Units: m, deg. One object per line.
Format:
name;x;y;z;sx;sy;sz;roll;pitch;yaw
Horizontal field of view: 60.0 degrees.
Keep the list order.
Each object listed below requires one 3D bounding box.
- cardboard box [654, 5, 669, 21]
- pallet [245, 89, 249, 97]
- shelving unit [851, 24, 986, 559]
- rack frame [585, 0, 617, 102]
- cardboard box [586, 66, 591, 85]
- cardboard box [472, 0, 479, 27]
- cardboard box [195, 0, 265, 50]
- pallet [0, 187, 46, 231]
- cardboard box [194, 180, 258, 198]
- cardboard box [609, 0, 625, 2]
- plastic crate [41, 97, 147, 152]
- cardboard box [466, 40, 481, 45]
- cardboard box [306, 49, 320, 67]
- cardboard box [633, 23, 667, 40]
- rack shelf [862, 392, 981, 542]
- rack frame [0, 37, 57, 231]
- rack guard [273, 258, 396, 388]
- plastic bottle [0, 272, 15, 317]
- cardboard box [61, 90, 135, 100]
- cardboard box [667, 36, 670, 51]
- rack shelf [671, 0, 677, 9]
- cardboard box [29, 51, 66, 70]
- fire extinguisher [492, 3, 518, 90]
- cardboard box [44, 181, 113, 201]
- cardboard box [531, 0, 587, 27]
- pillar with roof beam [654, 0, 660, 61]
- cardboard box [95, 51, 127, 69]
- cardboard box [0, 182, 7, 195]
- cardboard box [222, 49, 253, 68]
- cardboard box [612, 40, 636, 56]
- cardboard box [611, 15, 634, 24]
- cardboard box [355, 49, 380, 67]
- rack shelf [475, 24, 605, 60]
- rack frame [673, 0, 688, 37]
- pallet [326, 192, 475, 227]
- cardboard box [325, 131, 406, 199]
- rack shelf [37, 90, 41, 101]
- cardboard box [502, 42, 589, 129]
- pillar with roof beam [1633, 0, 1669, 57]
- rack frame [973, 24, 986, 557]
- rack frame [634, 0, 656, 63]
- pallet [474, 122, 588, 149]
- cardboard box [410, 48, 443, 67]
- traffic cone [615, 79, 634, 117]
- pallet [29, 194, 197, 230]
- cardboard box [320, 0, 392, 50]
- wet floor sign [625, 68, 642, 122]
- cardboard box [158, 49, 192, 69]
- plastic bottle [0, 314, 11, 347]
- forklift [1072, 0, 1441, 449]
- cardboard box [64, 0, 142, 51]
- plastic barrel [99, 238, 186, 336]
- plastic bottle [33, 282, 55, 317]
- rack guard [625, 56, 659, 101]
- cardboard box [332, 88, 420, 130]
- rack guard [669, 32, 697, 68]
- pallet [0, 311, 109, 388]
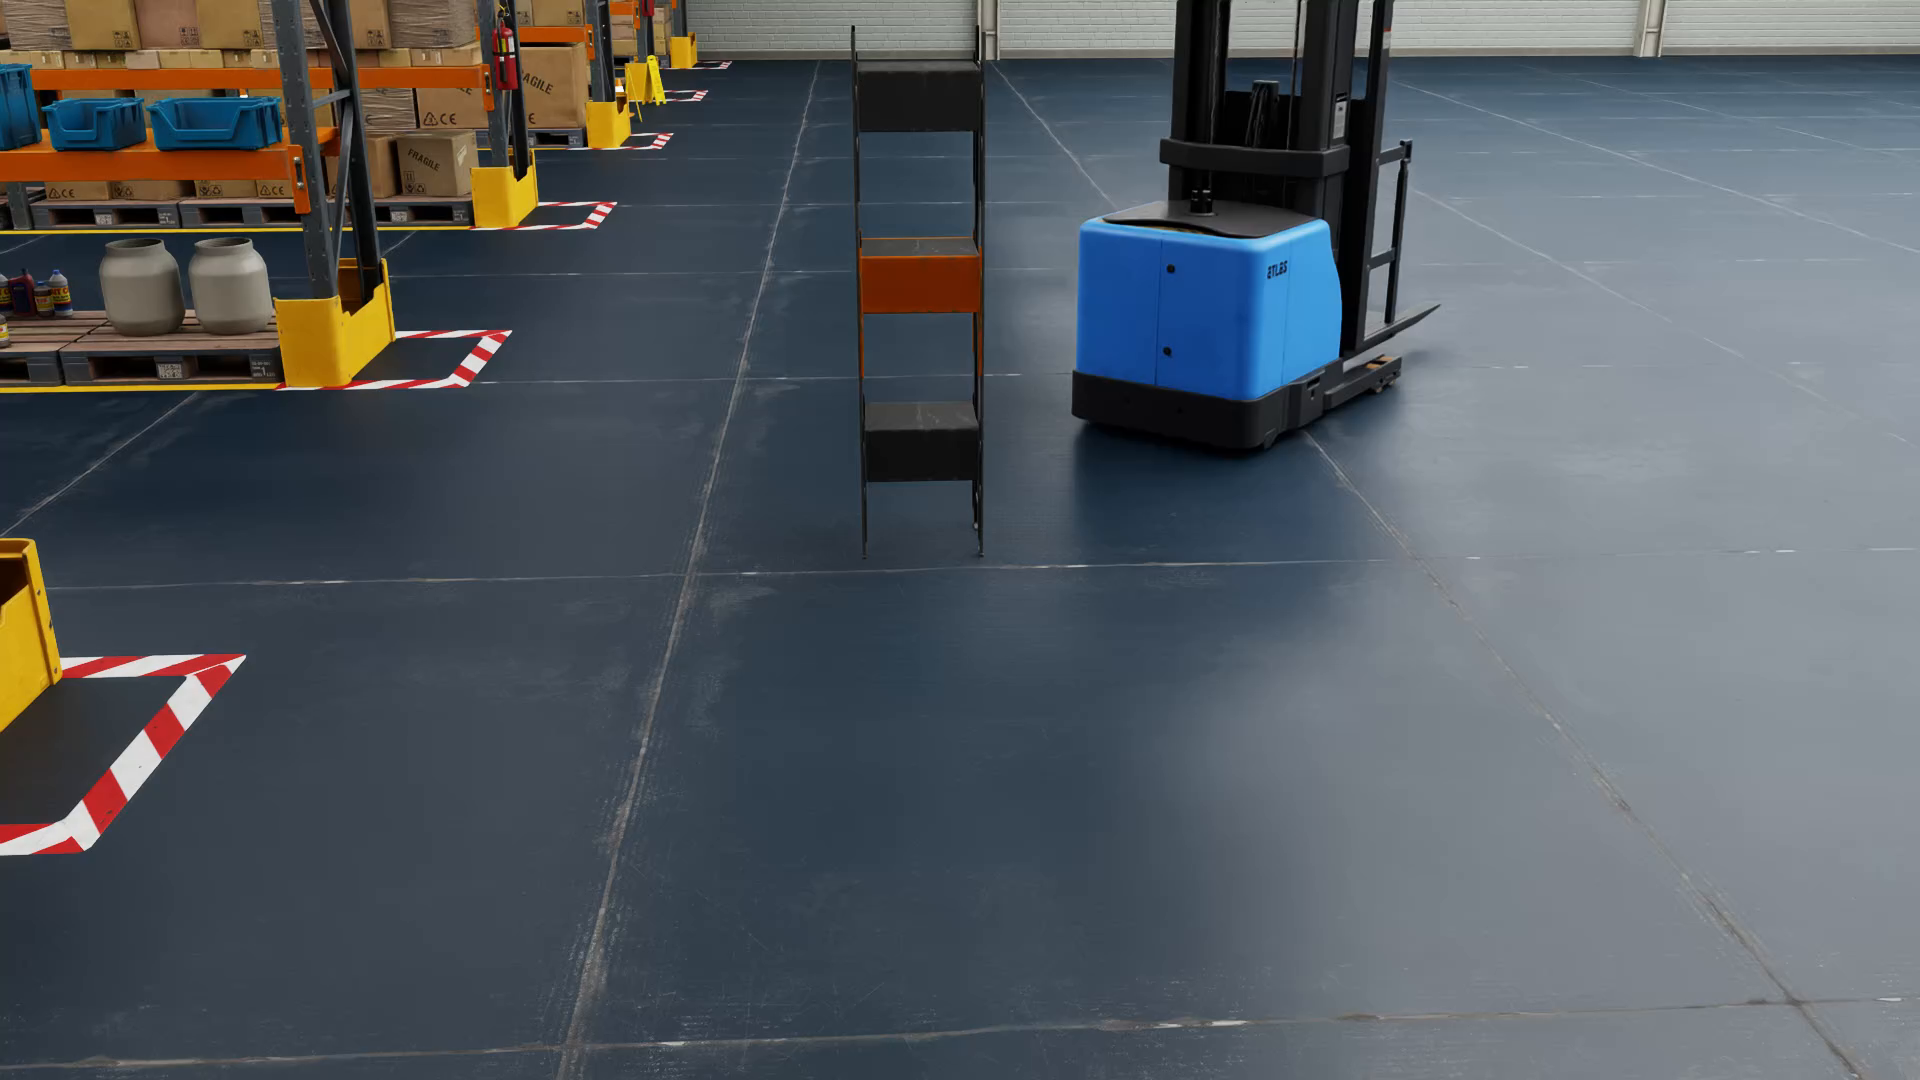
cardboard box;-5.233;-8.968;28.329;0.500;0.250;0.500;-1;21;-4
pallet;-10.447;-6.342;23.482;1.213;0.211;1.003;-1;21;-3
shelving unit;-0.165;-0.978;6.739;0.503;2.100;0.431;-1;21;-3
rack frame;-4.072;-6.012;18.697;0.127;3.000;1.000;-1;21;-3
cardboard box;-5.271;-6.567;23.429;0.500;0.250;0.500;-1;21;-3
cardboard box;-5.554;-6.073;18.646;0.550;0.550;0.875;-1;21;-3
cardboard box;-5.934;-4.379;13.849;0.500;0.500;0.875;-1;21;-3
pallet;-8.660;-2.848;14.304;1.213;0.211;1.003;-1;21;-3
cardboard box;-6.294;-3.244;14.348;0.500;0.500;0.500;-3;21;-8
cardboard box;-4.816;-7.568;23.135;0.250;0.149;0.380;0;21;-1
plastic crate;-4.738;-2.292;9.134;0.408;0.251;0.499;-1;21;-3
cardboard box;-4.187;-4.210;14.316;0.250;0.149;0.380;-1;21;-3
cardboard box;-5.409;-4.021;13.819;0.250;0.149;0.380;-1;21;-3
cardboard box;-5.210;-8.556;27.949;0.500;0.250;0.500;-1;21;-4
rack shelf;-0.165;-0.311;6.992;0.480;0.518;0.431;-1;21;-3
rack frame;-7.883;-4.167;13.850;0.127;3.000;1.000;-1;21;-3
rack guard;-3.680;-1.302;9.839;0.348;0.500;1.175;-1;21;-3
plastic bottle;-5.777;-1.486;10.025;0.097;0.271;0.097;0;21;0
cardboard box;-9.643;-5.013;18.644;0.750;0.750;1.050;-1;21;-3
cardboard box;-5.244;-8.503;28.512;0.500;0.250;0.500;-1;21;-3
rack shelf;-6.739;-9.155;27.963;4.000;0.370;1.077;-1;21;-3
cardboard box;-7.401;-3.948;13.627;0.250;0.149;0.380;-1;21;-3
fire extinguisher;-3.749;-4.051;13.654;0.183;0.674;0.296;-1;21;-3
cardboard box;-7.481;-3.189;14.204;0.500;0.500;0.500;-2;21;-5
cardboard box;-4.439;-6.059;18.608;0.550;0.550;0.875;-1;21;-3
pillar with roof beam;-5.243;-11.112;23.661;0.400;9.000;9.100;-1;21;-3
cardboard box;-6.904;-3.971;13.688;0.250;0.149;0.380;-1;21;-3
cardboard box;-8.497;-3.200;14.204;0.500;0.500;0.700;-3;21;-7
cardboard box;-5.907;-4.004;13.774;0.250;0.149;0.380;-1;21;-3
cardboard box;-5.690;-8.315;28.018;0.500;0.250;0.500;-1;21;-3
cardboard box;-5.694;-8.778;27.830;0.500;0.250;0.500;-1;21;-2
cardboard box;-4.909;-4.024;13.828;0.250;0.149;0.380;-1;21;-3
rack shelf;-6.068;-5.636;18.718;4.000;0.370;1.077;-1;21;-3
rack frame;-4.742;-9.532;27.941;0.127;3.000;1.000;-1;21;-3
pallet;-4.778;-2.940;14.546;1.213;0.211;1.003;-1;21;-3
cardboard box;-5.109;-3.245;14.352;0.500;0.500;0.500;4;21;11
rack shelf;-9.880;-3.790;13.872;4.000;0.370;1.077;-1;21;-3
cardboard box;-4.745;-5.178;18.902;0.875;0.875;0.875;-1;21;-3
pillar with roof beam;12.728;-11.478;24.621;0.400;9.000;9.100;-1;21;-3
rack frame;0.078;-0.983;6.752;0.015;2.100;0.400;-1;21;-3
rack frame;-4.455;-7.769;23.310;0.127;3.000;1.000;-1;21;-3
pallet;-4.865;-4.665;19.078;1.213;0.211;1.003;-1;21;-3
cardboard box;-4.412;-4.047;13.888;0.250;0.149;0.380;-1;21;-3
traffic cone;-4.408;-5.729;21.517;0.334;0.463;0.336;-1;21;-3
pallet;-7.214;-2.890;14.415;1.213;0.211;1.003;-1;21;-3
cardboard box;-4.932;-4.380;13.851;0.500;0.500;0.875;-1;21;-3
wet floor sign;-4.156;-5.616;20.965;0.232;0.644;0.267;-5;21;-12
cardboard box;-6.404;-3.981;13.716;0.250;0.149;0.380;-1;21;-3
plastic bottle;-5.415;-1.194;9.355;0.097;0.201;0.097;0;21;0
forklift;1.848;-2.276;8.981;1.130;2.935;3.031;14;25;33
cardboard box;-6.929;-4.338;13.740;0.500;0.500;0.875;-1;21;-3
plastic barrel;-4.760;-1.472;9.677;0.421;0.512;0.421;0;21;0
plastic bottle;-5.538;-1.459;10.051;0.097;0.201;0.097;0;21;0
rack guard;-4.531;-6.599;23.751;0.348;0.500;1.175;-1;21;-3
cardboard box;-6.533;-5.142;18.807;0.875;0.875;0.875;-1;21;-3
rack guard;-4.718;-8.364;28.387;0.348;0.500;1.175;-1;21;-3
pallet;-5.706;-1.129;9.790;1.213;0.211;1.003;-1;21;-3
